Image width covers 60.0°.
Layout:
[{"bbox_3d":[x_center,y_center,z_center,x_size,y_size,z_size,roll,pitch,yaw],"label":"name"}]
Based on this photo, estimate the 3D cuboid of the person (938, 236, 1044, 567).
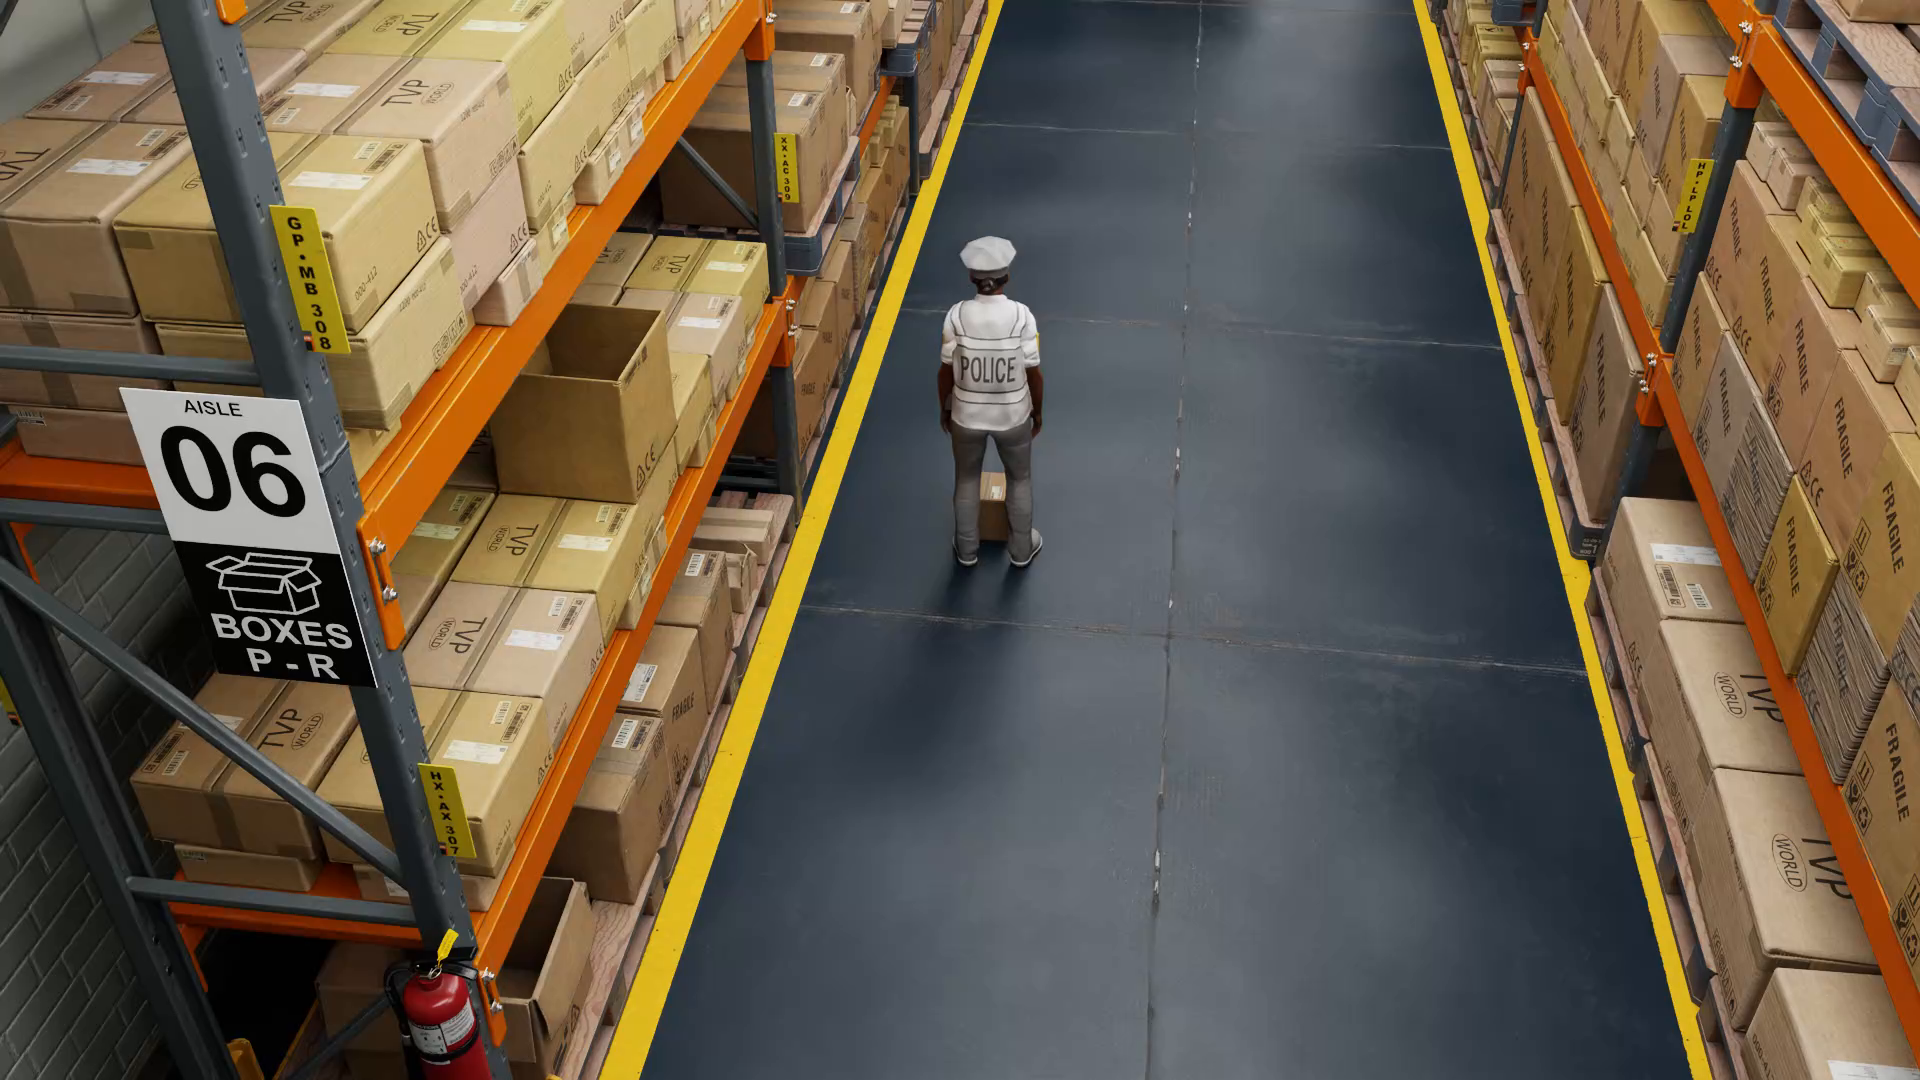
[{"bbox_3d":[0.153,-0.599,7.852,0.510,1.659,0.396,3,36,4],"label":"person"}]
